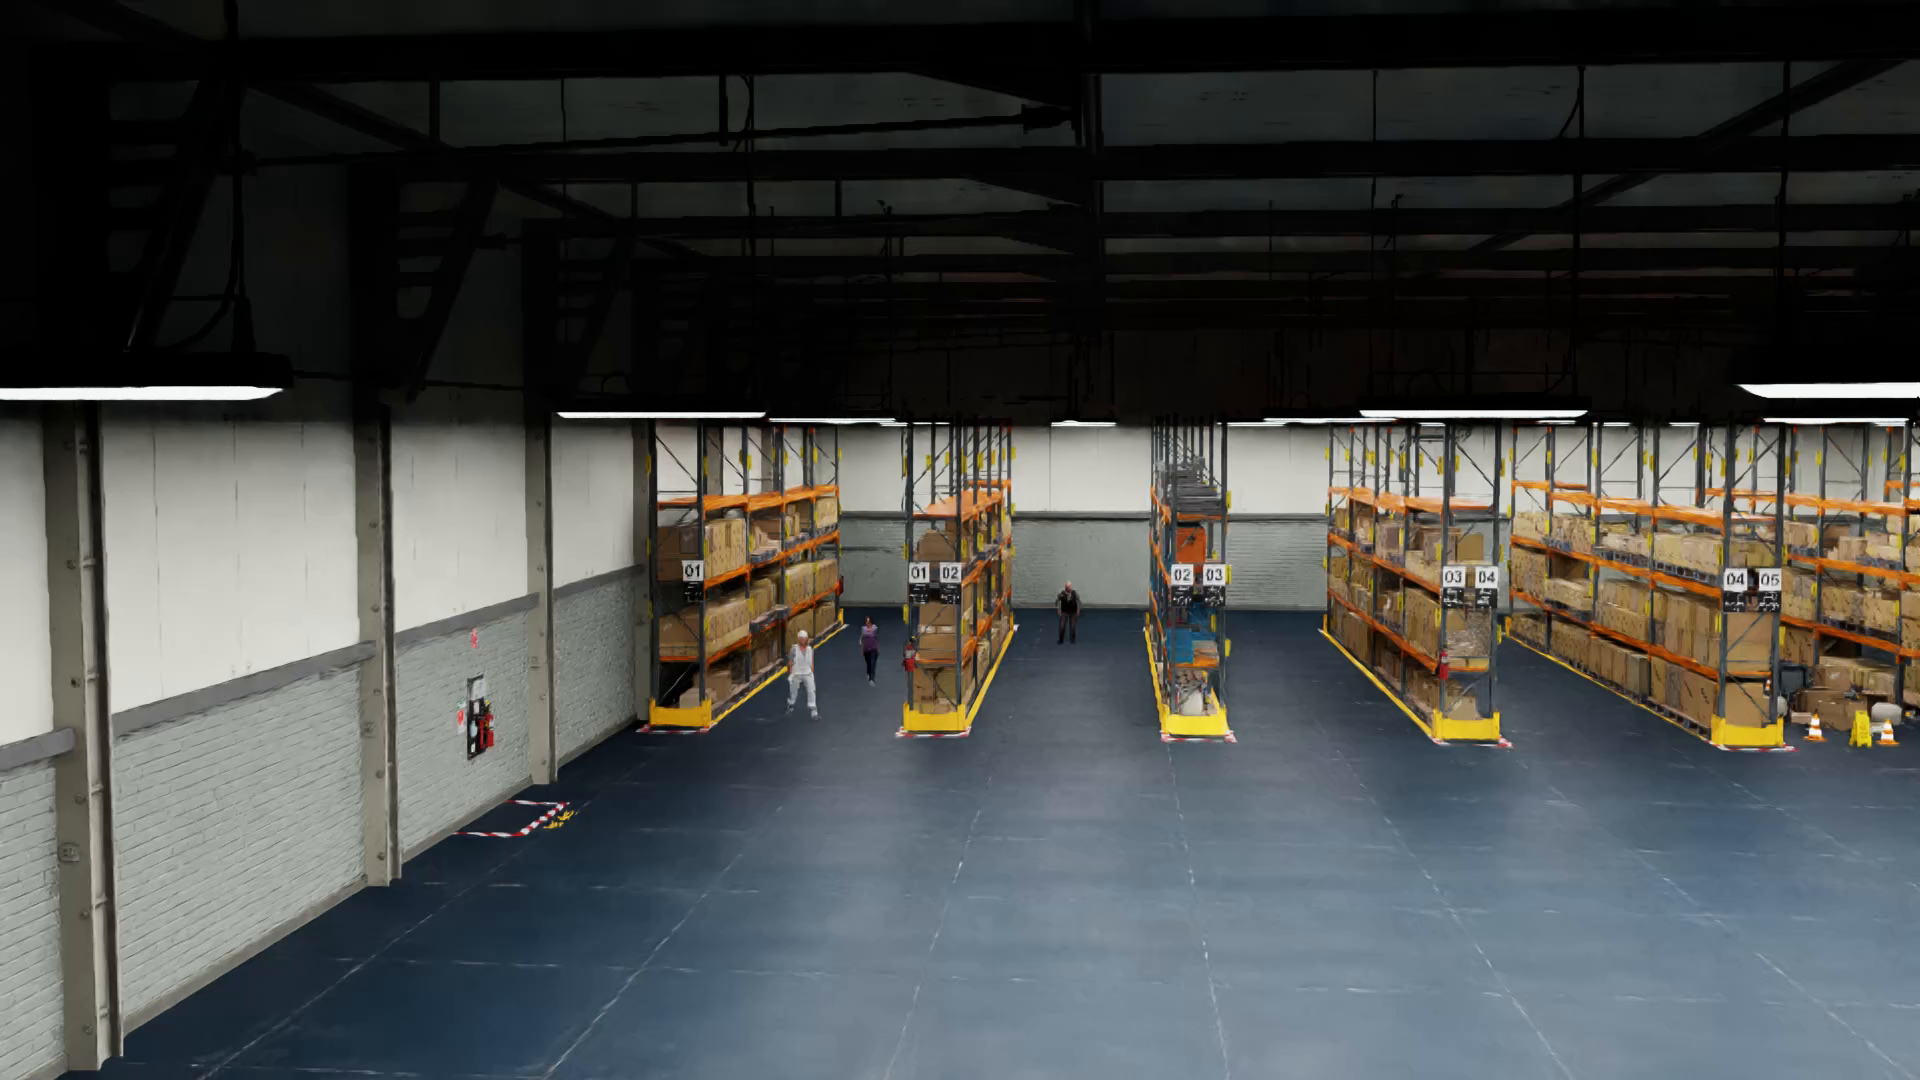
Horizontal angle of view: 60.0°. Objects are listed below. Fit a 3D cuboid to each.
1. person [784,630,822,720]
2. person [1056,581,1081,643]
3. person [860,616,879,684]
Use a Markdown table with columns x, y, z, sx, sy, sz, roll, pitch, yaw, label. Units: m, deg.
| x | y | z | sx | sy | sz | roll | pitch | yaw | label |
| --- | --- | --- | --- | --- | --- | --- | --- | --- | --- |
| -3.115 | 2.648 | 32.672 | 0.581 | 1.761 | 0.948 | -1 | 4 | -20 | person |
| 2.882 | 1.920 | 44.223 | 0.677 | 1.674 | 0.534 | 0 | 4 | 3 | person |
| -2.037 | 2.436 | 37.304 | 0.418 | 1.512 | 1.035 | 0 | 4 | 7 | person |
